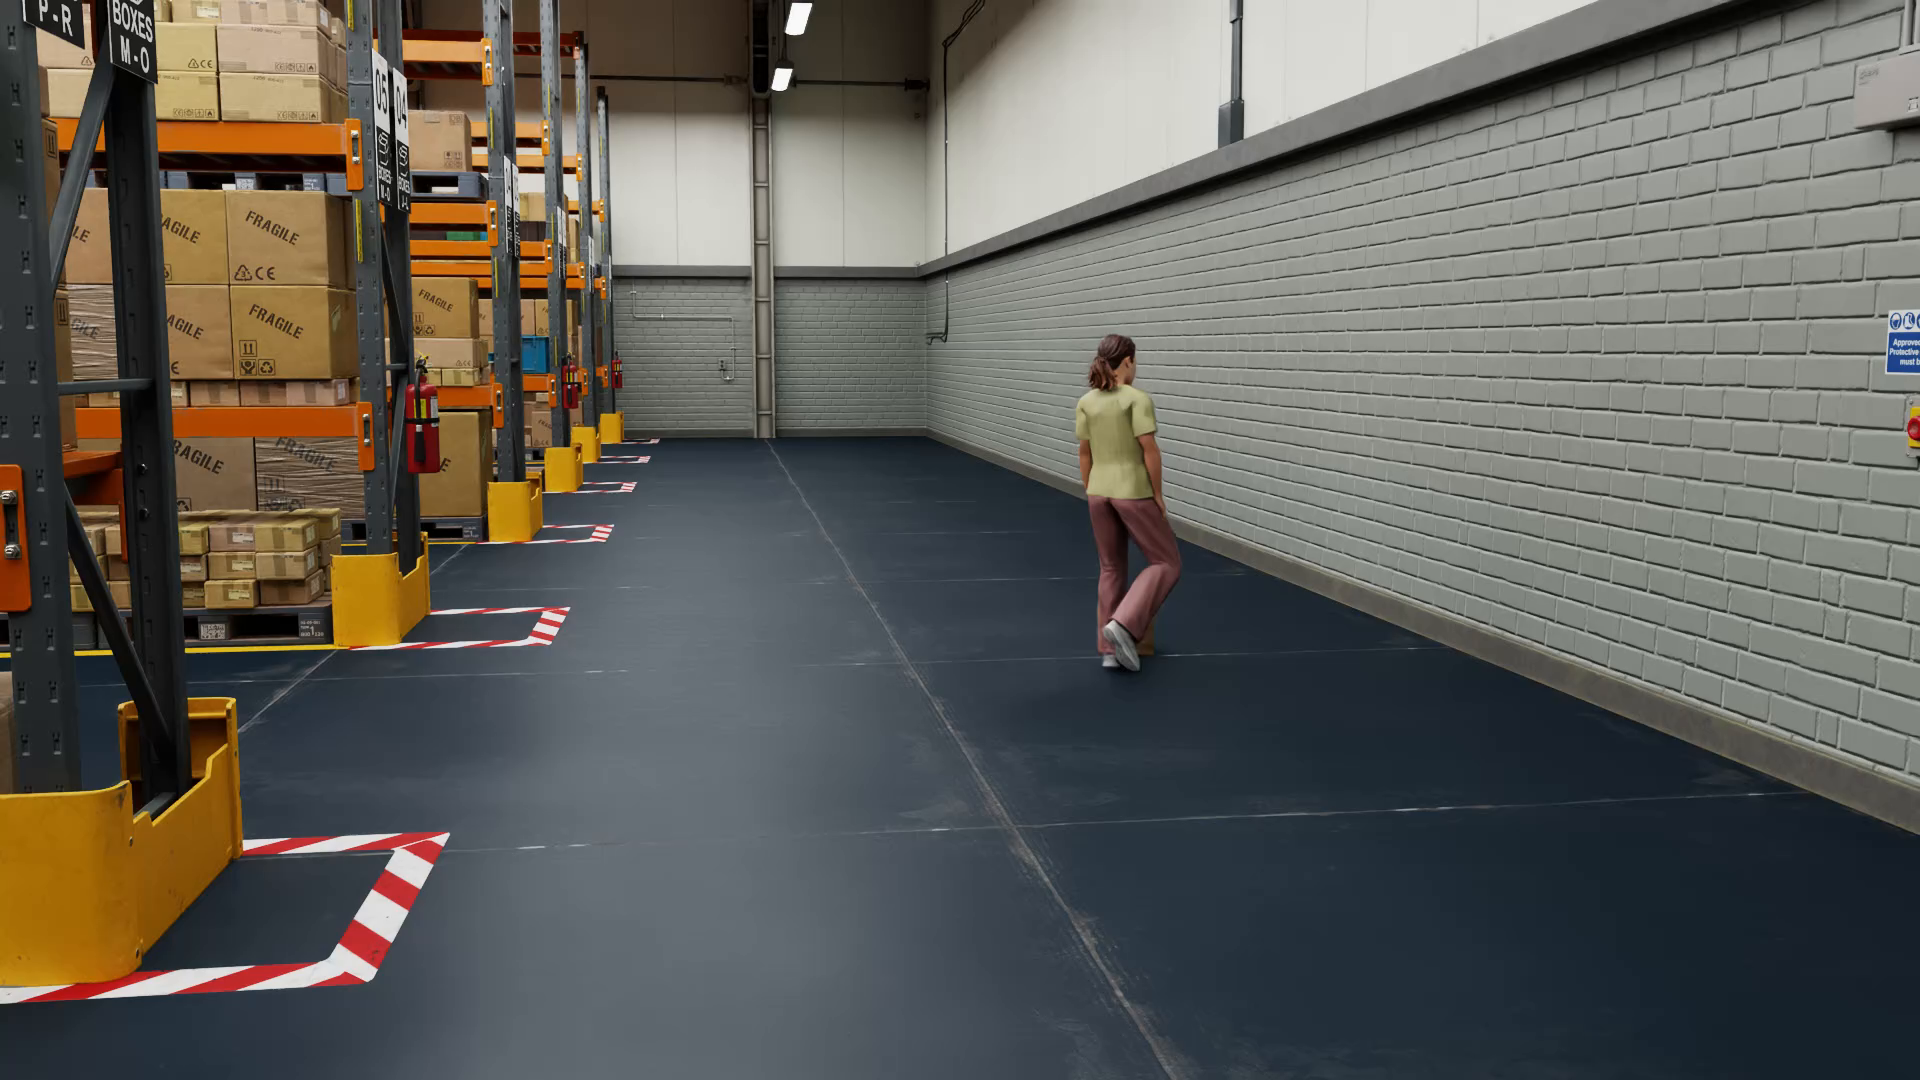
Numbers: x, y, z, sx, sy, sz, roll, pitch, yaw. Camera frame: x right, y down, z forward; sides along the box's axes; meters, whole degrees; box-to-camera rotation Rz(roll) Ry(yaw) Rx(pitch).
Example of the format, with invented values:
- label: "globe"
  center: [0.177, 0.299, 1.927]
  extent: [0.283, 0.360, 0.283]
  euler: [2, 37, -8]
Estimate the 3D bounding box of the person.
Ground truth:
- label: "person"
  center: [0.806, -0.181, 8.222]
  extent: [0.504, 1.665, 0.562]
  euler: [5, 8, 37]
